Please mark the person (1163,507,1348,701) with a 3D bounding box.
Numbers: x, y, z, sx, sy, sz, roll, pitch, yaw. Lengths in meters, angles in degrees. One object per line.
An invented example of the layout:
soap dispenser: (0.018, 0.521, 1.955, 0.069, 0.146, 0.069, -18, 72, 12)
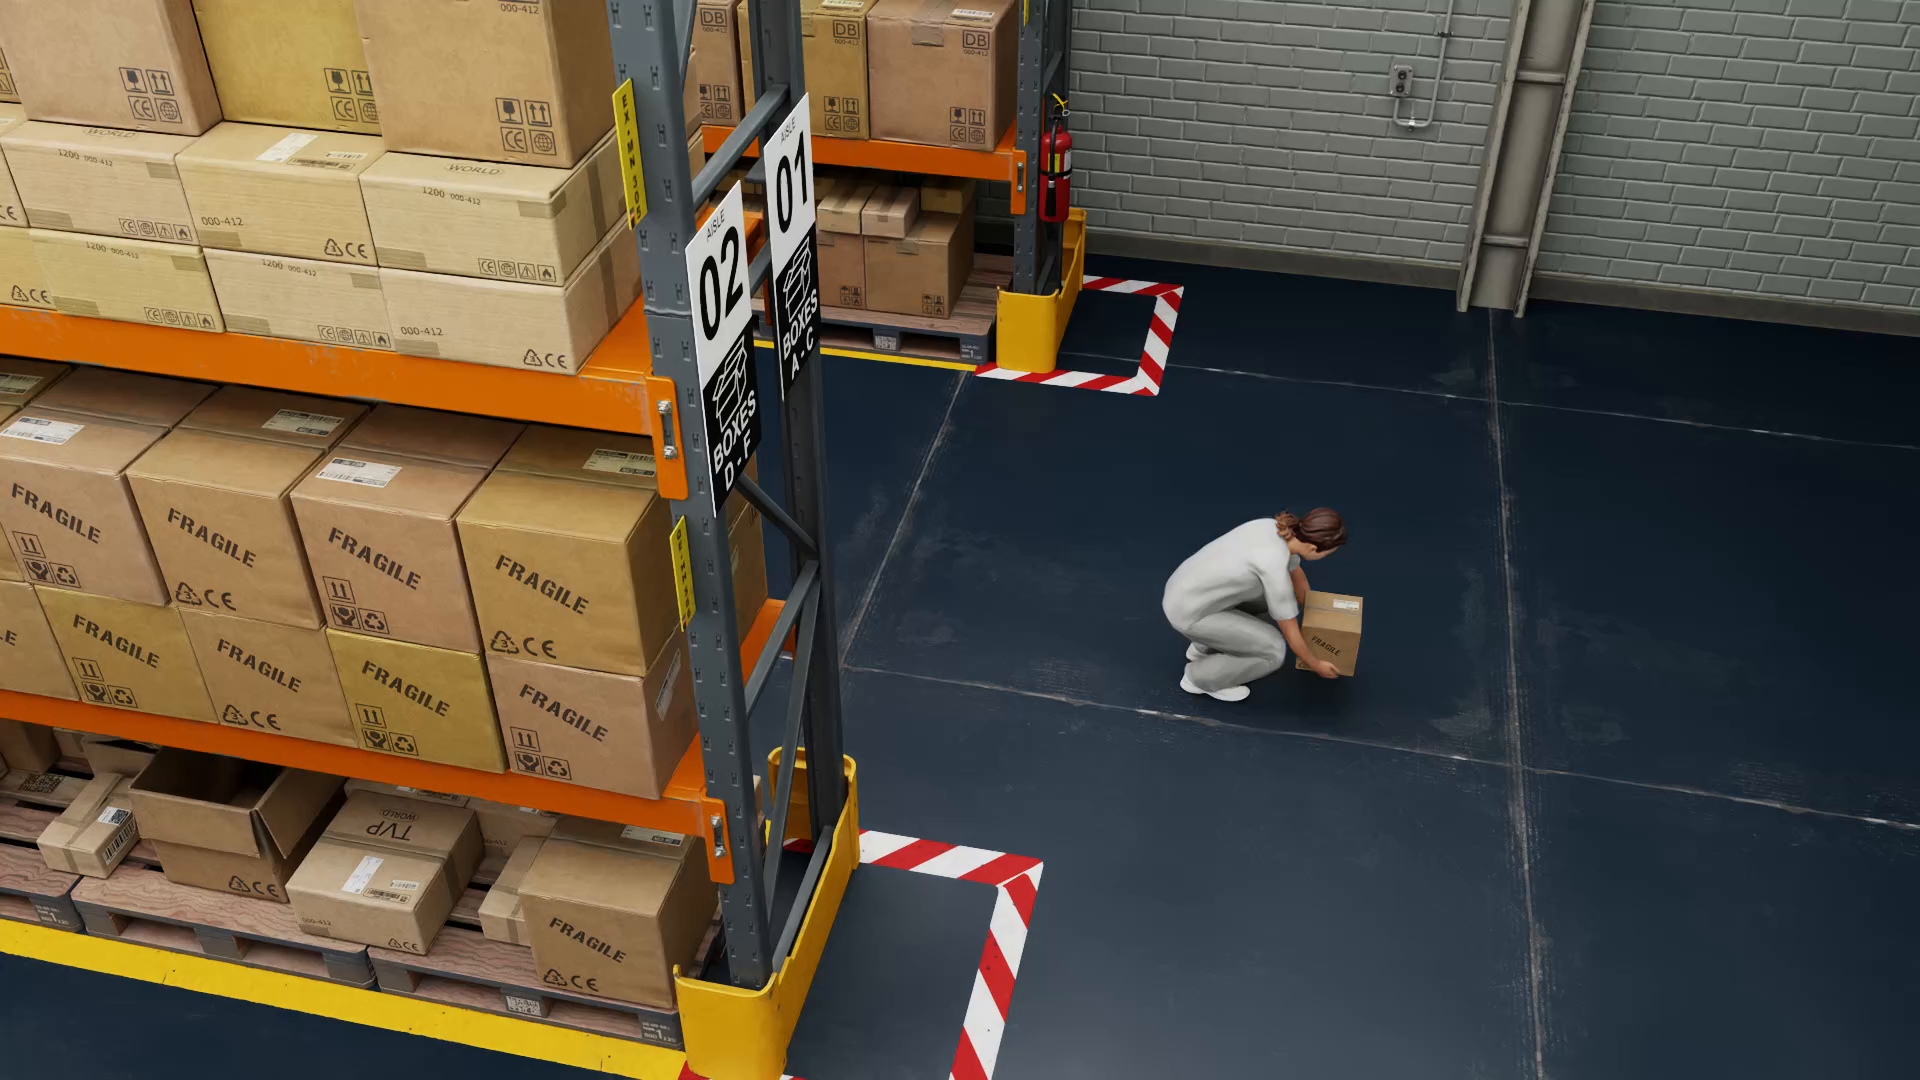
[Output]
person: (1.296, 0.248, 7.259, 0.802, 0.932, 0.494, 8, 37, 10)
